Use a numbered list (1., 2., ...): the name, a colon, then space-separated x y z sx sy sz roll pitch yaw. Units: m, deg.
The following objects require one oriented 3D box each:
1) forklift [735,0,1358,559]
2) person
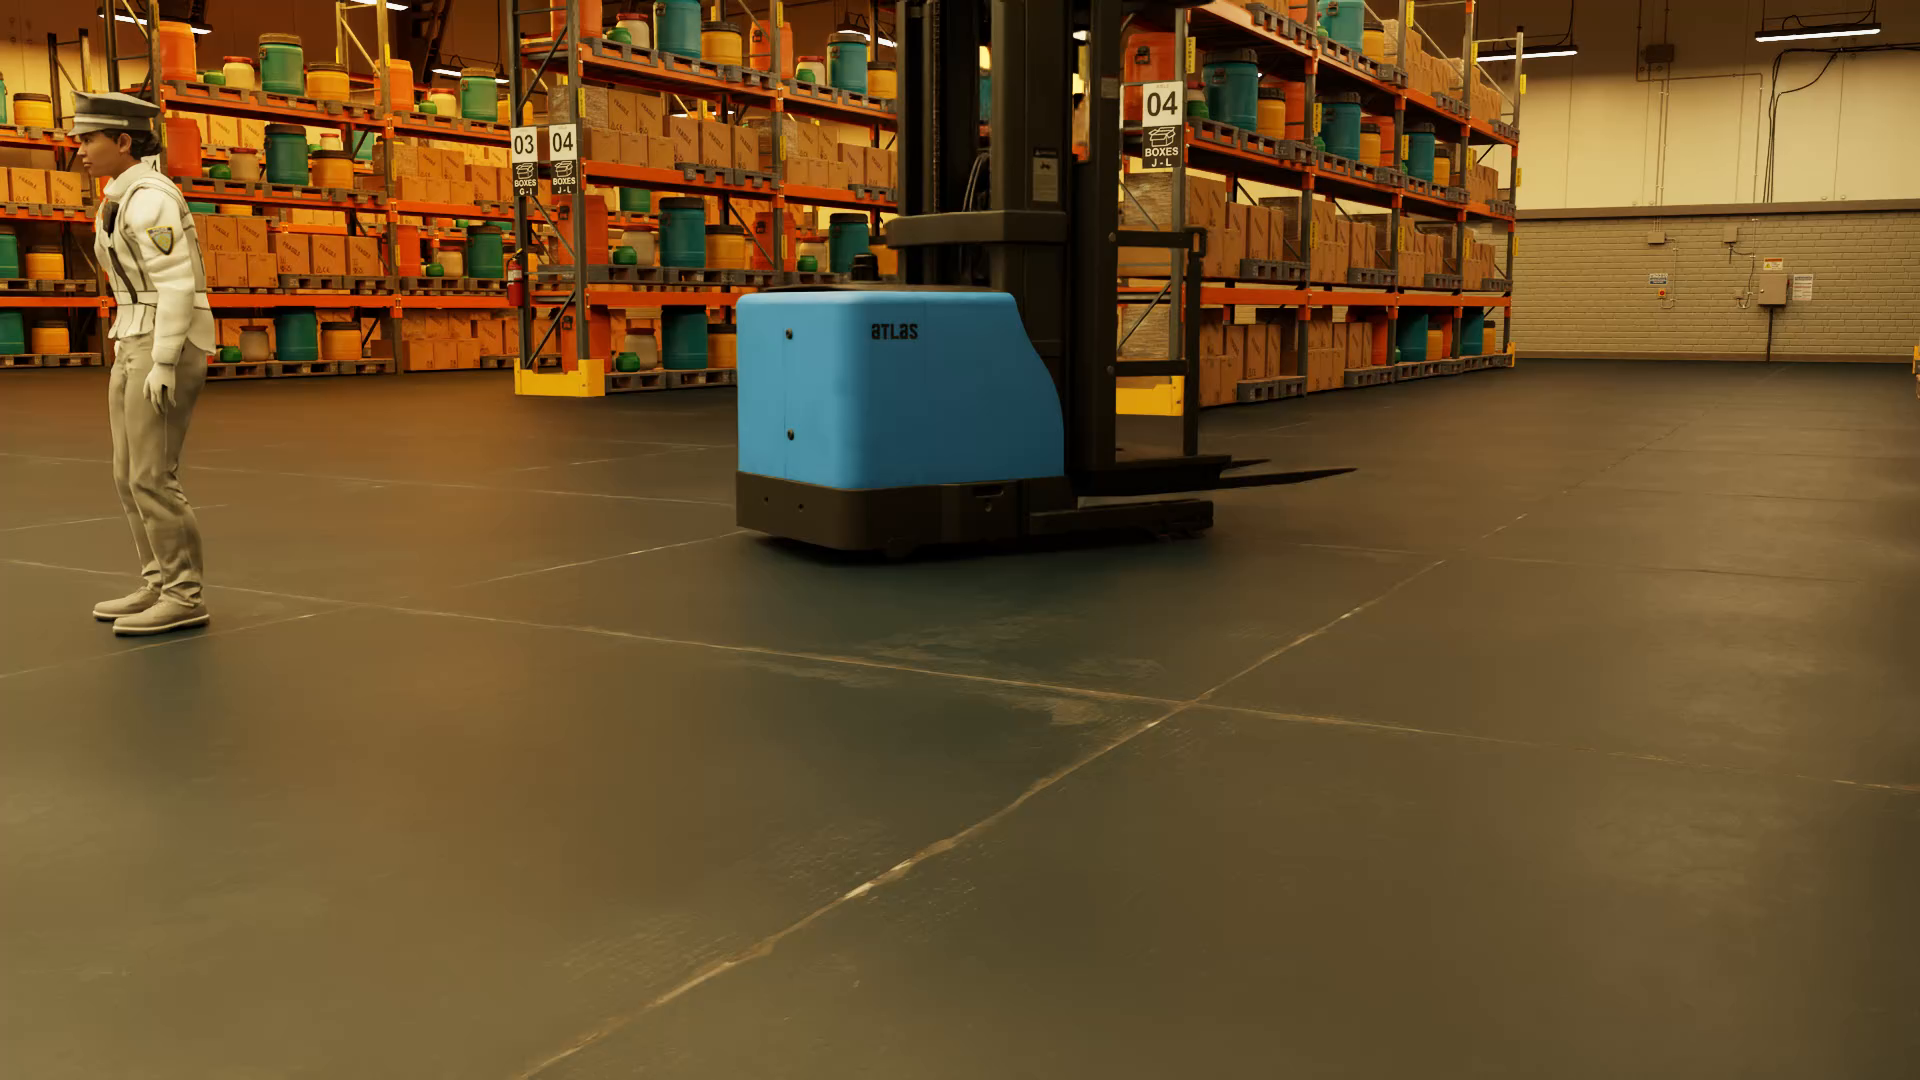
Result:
1. forklift: 0.530 -1.507 7.513 3.031 2.935 1.130 -5 9 -33
2. person: -2.561 -0.552 5.245 0.376 1.662 0.529 -6 10 -38
